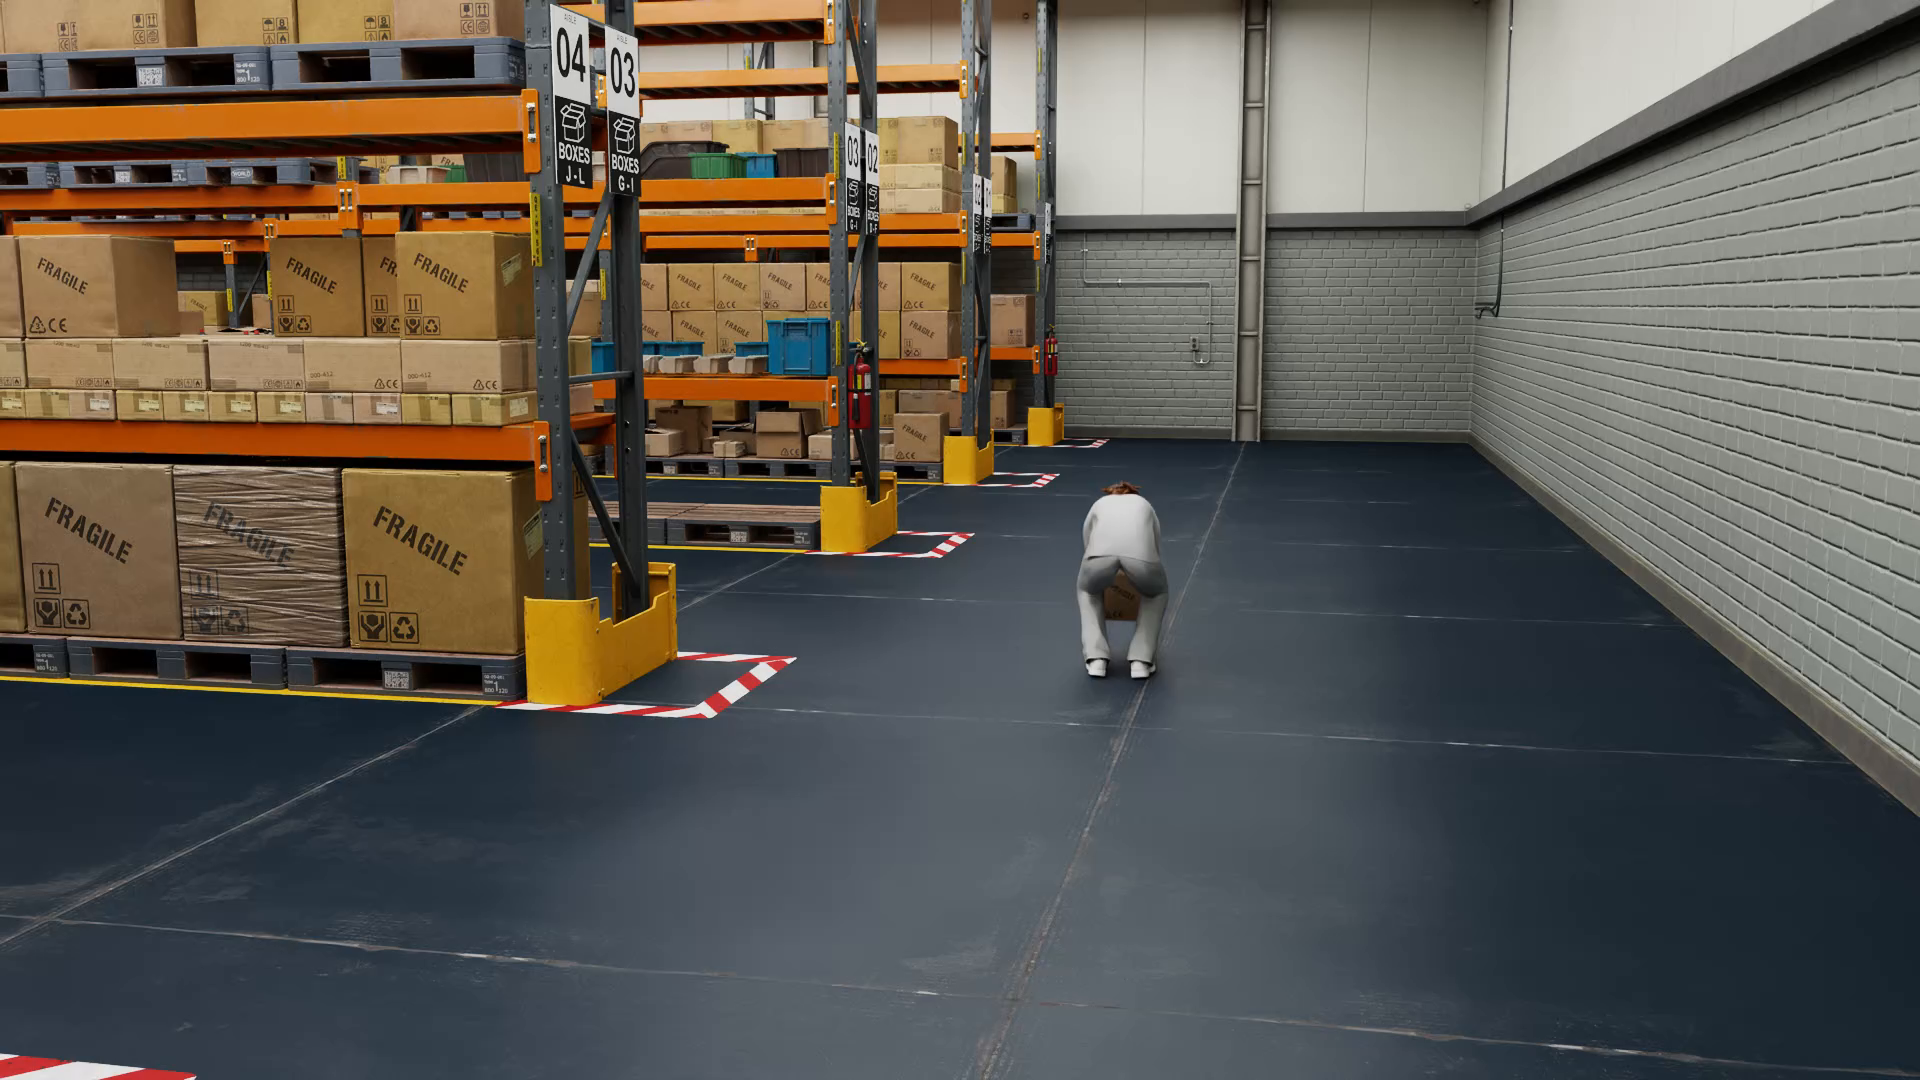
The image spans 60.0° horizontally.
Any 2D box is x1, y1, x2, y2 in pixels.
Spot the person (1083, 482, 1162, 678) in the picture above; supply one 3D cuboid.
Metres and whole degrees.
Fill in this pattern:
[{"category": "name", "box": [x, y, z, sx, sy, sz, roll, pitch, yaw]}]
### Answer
[{"category": "person", "box": [0.830, 0.194, 8.579, 0.416, 0.941, 0.856, 1, 8, 9]}]
